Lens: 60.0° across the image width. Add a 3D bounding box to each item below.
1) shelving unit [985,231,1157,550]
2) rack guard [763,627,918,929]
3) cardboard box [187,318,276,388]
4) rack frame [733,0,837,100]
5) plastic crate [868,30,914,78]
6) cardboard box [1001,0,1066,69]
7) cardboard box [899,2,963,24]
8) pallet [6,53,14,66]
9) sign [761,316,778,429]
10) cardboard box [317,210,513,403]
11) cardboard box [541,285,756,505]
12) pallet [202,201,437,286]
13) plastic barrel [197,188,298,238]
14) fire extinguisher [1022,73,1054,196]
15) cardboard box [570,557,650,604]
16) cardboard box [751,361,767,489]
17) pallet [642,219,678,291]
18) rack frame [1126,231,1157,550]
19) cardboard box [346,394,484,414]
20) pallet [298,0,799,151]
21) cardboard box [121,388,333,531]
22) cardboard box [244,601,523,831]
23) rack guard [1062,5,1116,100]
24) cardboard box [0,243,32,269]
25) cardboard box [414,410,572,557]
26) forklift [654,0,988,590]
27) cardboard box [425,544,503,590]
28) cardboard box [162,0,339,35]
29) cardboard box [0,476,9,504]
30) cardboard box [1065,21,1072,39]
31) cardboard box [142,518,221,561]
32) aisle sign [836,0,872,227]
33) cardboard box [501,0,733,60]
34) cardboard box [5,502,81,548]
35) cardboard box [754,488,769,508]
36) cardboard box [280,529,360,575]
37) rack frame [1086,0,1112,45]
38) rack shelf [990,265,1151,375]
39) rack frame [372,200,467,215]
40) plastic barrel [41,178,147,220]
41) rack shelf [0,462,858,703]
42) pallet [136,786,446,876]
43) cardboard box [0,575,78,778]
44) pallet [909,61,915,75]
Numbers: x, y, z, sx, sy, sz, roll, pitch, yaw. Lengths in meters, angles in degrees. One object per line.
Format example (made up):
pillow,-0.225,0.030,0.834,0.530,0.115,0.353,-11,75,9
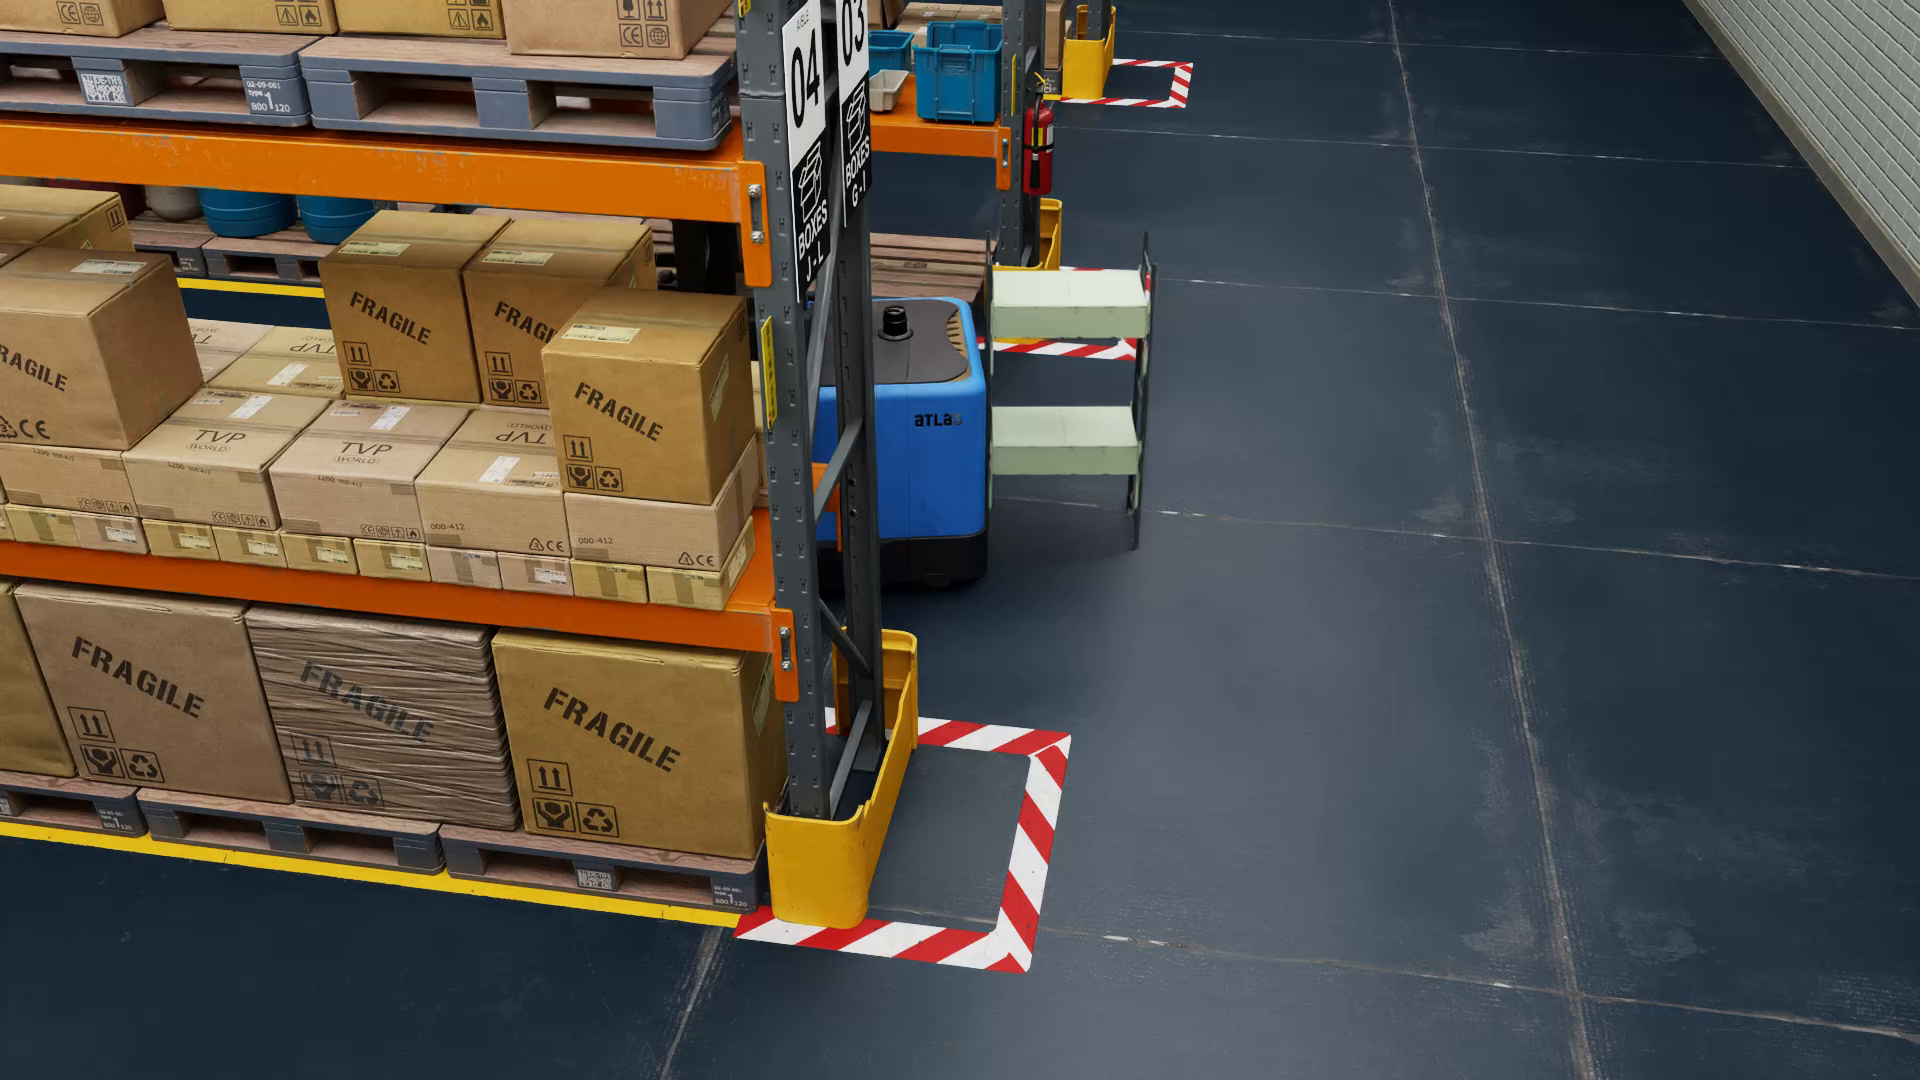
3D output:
shelving unit,0.498,-0.694,7.945,0.755,1.500,0.431,0,32,0
rack guard,-0.431,0.878,6.376,0.348,0.500,1.175,5,32,8
cardboard box,-2.904,-0.611,6.260,0.500,0.250,0.500,6,33,9
rack frame,-0.455,-2.727,4.125,0.127,3.000,1.000,5,32,8
plastic crate,-0.458,-2.982,10.288,0.300,0.233,0.416,5,32,8
cardboard box,0.638,-4.411,14.411,0.500,0.500,0.500,5,32,8
cardboard box,-0.258,-4.672,15.063,0.500,0.250,0.500,5,32,8
pallet,-3.593,-1.696,5.389,1.213,0.211,1.003,5,32,8
sign,-0.560,-0.492,4.895,0.005,0.325,0.100,5,32,8
cardboard box,-1.887,-0.836,5.912,0.500,0.500,0.500,4,32,7
cardboard box,-0.979,-0.470,5.328,0.500,0.500,0.500,6,32,9
pallet,-4.318,-2.040,11.310,1.213,0.211,1.003,5,32,8
plastic barrel,-4.796,-2.540,11.063,0.708,0.901,0.600,5,32,8
fire extinguisher,0.451,-2.332,9.573,0.183,0.674,0.296,5,32,8
cardboard box,-1.118,0.041,5.594,0.250,0.149,0.380,6,32,9
cardboard box,-0.882,-0.430,5.971,0.500,0.250,0.500,4,32,7
pallet,-1.627,-1.796,10.921,1.213,0.211,1.003,5,32,8
rack frame,0.864,-0.694,7.946,0.023,1.500,0.400,0,32,0
cardboard box,-1.891,-0.520,6.115,0.500,0.250,0.500,4,32,7
pallet,-1.188,-1.478,5.041,1.213,0.211,1.003,5,32,8
cardboard box,-2.493,-0.286,5.741,0.500,0.250,0.500,5,32,8
cardboard box,-1.996,0.442,6.323,0.875,0.875,0.875,5,32,8
rack guard,1.141,-4.312,14.667,0.348,0.500,1.175,5,32,8
cardboard box,-3.484,-0.697,5.690,0.500,0.500,0.500,5,32,8
cardboard box,-1.477,-0.196,5.597,0.500,0.250,0.500,5,32,7
forklift,-1.414,-1.215,7.429,3.031,2.935,1.130,-2,32,-4
cardboard box,-1.612,-0.005,5.668,0.250,0.149,0.380,6,32,9
cardboard box,-2.028,-1.870,5.000,0.500,0.500,0.700,3,32,5
cardboard box,-3.489,-0.377,5.887,0.500,0.250,0.500,5,32,8
cardboard box,0.861,-4.560,14.980,0.250,0.149,0.380,5,32,8
cardboard box,-2.625,-0.096,5.812,0.250,0.149,0.380,4,32,7
aisle sign,-0.333,-1.436,5.267,0.004,0.787,0.394,5,32,8
cardboard box,-0.976,-1.736,4.785,0.500,0.500,0.700,3,32,5
cardboard box,-3.132,-0.142,5.886,0.250,0.149,0.380,5,32,8
cardboard box,-0.749,-0.281,6.109,0.250,0.149,0.380,6,32,9
cardboard box,-2.124,-0.050,5.740,0.250,0.149,0.380,5,32,8
rack frame,1.216,-5.364,13.993,0.127,3.000,1.000,5,32,8
rack shelf,0.498,-1.024,7.737,0.720,0.370,0.431,0,32,0
rack frame,-3.564,-3.131,10.425,0.127,3.000,1.000,5,32,8
plastic barrel,-5.909,-2.509,11.307,0.708,0.588,0.600,5,32,8
rack shelf,-2.426,-0.057,6.192,4.000,0.370,1.077,5,32,8
pallet,-2.455,0.858,6.681,1.213,0.211,1.003,5,32,8
cardboard box,-3.760,0.283,6.578,0.875,0.875,0.875,5,32,8
pallet,-0.844,-4.370,15.033,1.213,0.211,1.003,5,32,8
